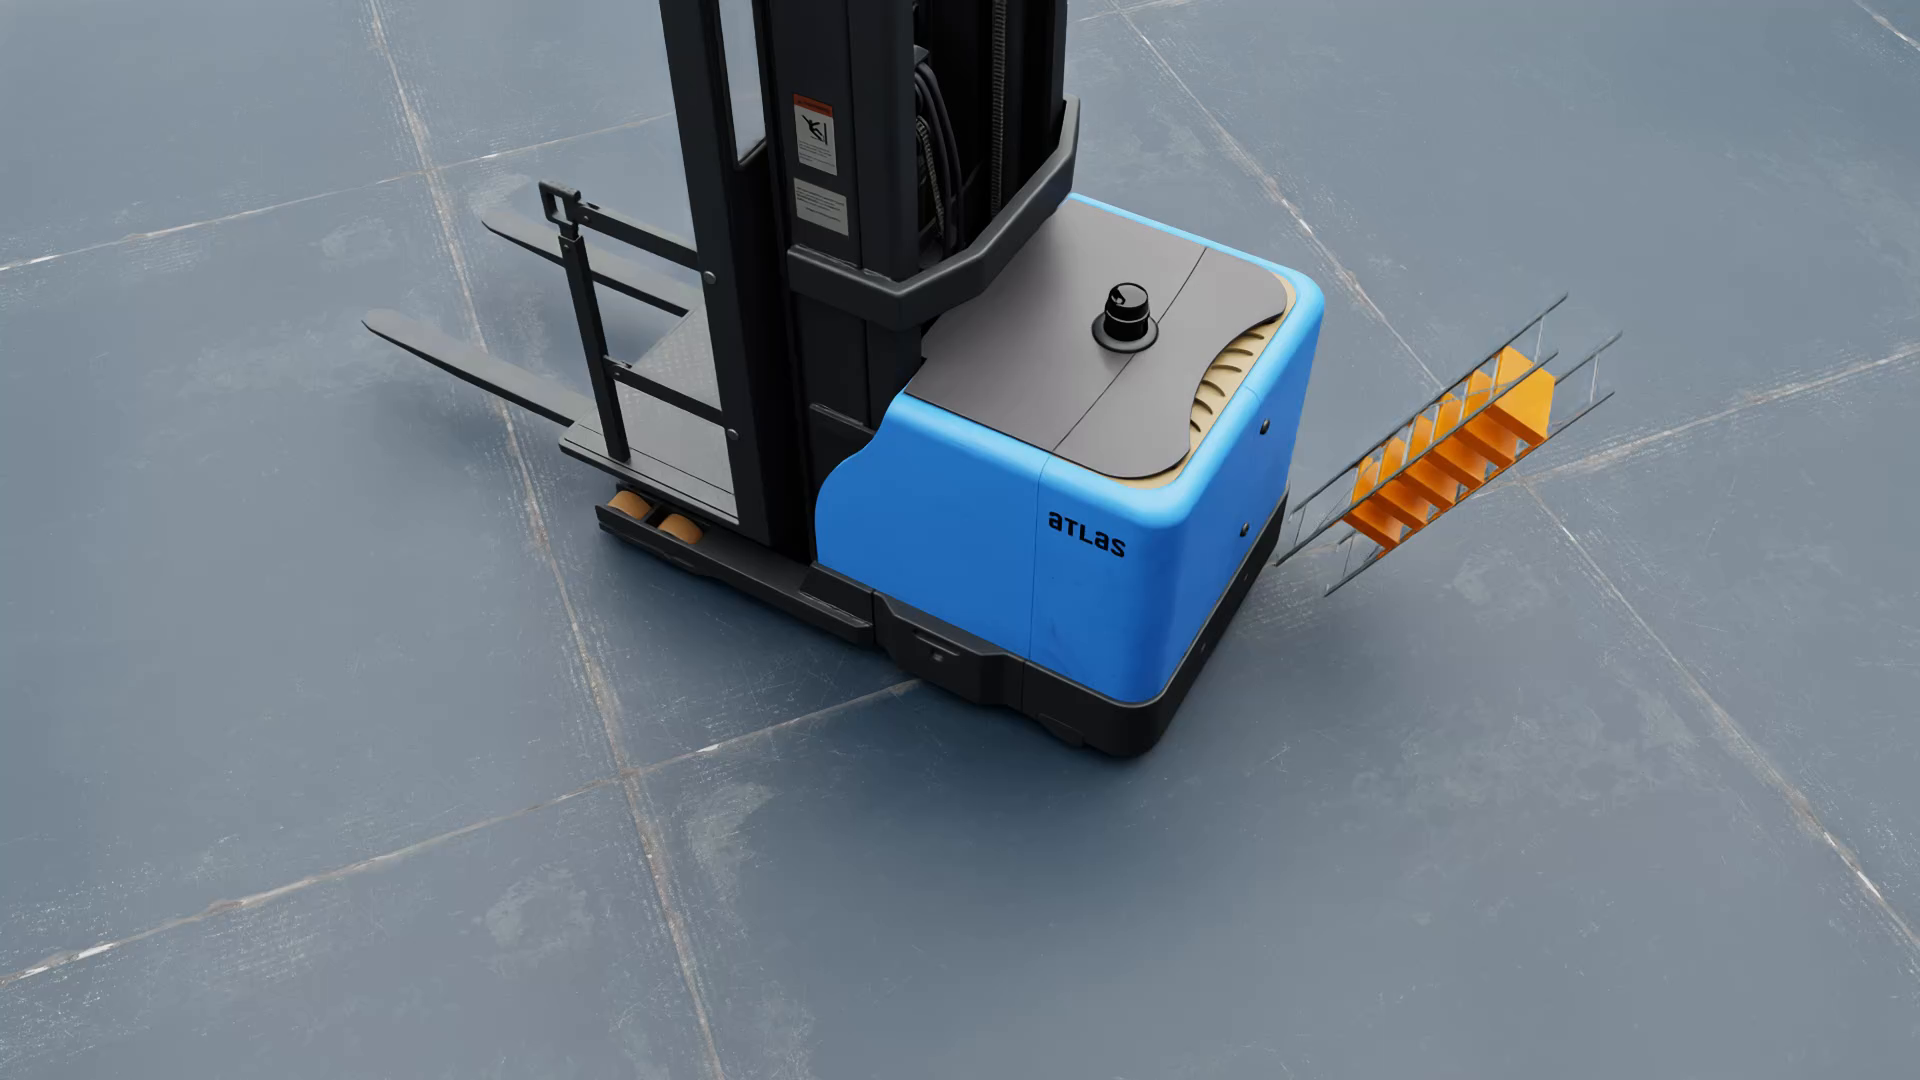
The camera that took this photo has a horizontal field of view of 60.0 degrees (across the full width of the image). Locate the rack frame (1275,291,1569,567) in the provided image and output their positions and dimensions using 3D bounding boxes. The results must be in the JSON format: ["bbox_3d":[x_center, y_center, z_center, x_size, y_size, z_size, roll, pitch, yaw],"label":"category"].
[{"bbox_3d":[1.264,-0.279,4.673,0.006,1.200,0.240,32,52,-10],"label":"rack frame"}]

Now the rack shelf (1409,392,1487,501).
[{"bbox_3d":[1.374,-0.267,4.630,0.180,0.103,0.258,32,52,-10],"label":"rack shelf"}]

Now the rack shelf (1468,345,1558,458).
[{"bbox_3d":[1.480,-0.376,4.445,0.180,0.103,0.258,32,52,-10],"label":"rack shelf"}]

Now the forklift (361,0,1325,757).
[{"bbox_3d":[-0.543,-1.194,4.344,3.031,2.935,1.130,24,53,19],"label":"forklift"}]

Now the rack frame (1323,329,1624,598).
[{"bbox_3d":[1.418,-0.185,4.704,0.006,1.200,0.240,32,52,-10],"label":"rack frame"}]

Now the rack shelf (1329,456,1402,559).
[{"bbox_3d":[1.216,-0.102,4.909,0.180,0.103,0.258,32,52,-10],"label":"rack shelf"}]

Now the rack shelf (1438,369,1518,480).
[{"bbox_3d":[1.427,-0.321,4.537,0.180,0.103,0.258,32,52,-10],"label":"rack shelf"}]

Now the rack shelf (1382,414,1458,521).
[{"bbox_3d":[1.322,-0.212,4.723,0.180,0.103,0.258,32,52,-10],"label":"rack shelf"}]

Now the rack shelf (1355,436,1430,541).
[{"bbox_3d":[1.269,-0.157,4.816,0.180,0.103,0.258,32,52,-10],"label":"rack shelf"}]

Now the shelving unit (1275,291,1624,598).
[{"bbox_3d":[1.341,-0.232,4.689,0.189,1.200,0.258,32,52,-10],"label":"shelving unit"}]
